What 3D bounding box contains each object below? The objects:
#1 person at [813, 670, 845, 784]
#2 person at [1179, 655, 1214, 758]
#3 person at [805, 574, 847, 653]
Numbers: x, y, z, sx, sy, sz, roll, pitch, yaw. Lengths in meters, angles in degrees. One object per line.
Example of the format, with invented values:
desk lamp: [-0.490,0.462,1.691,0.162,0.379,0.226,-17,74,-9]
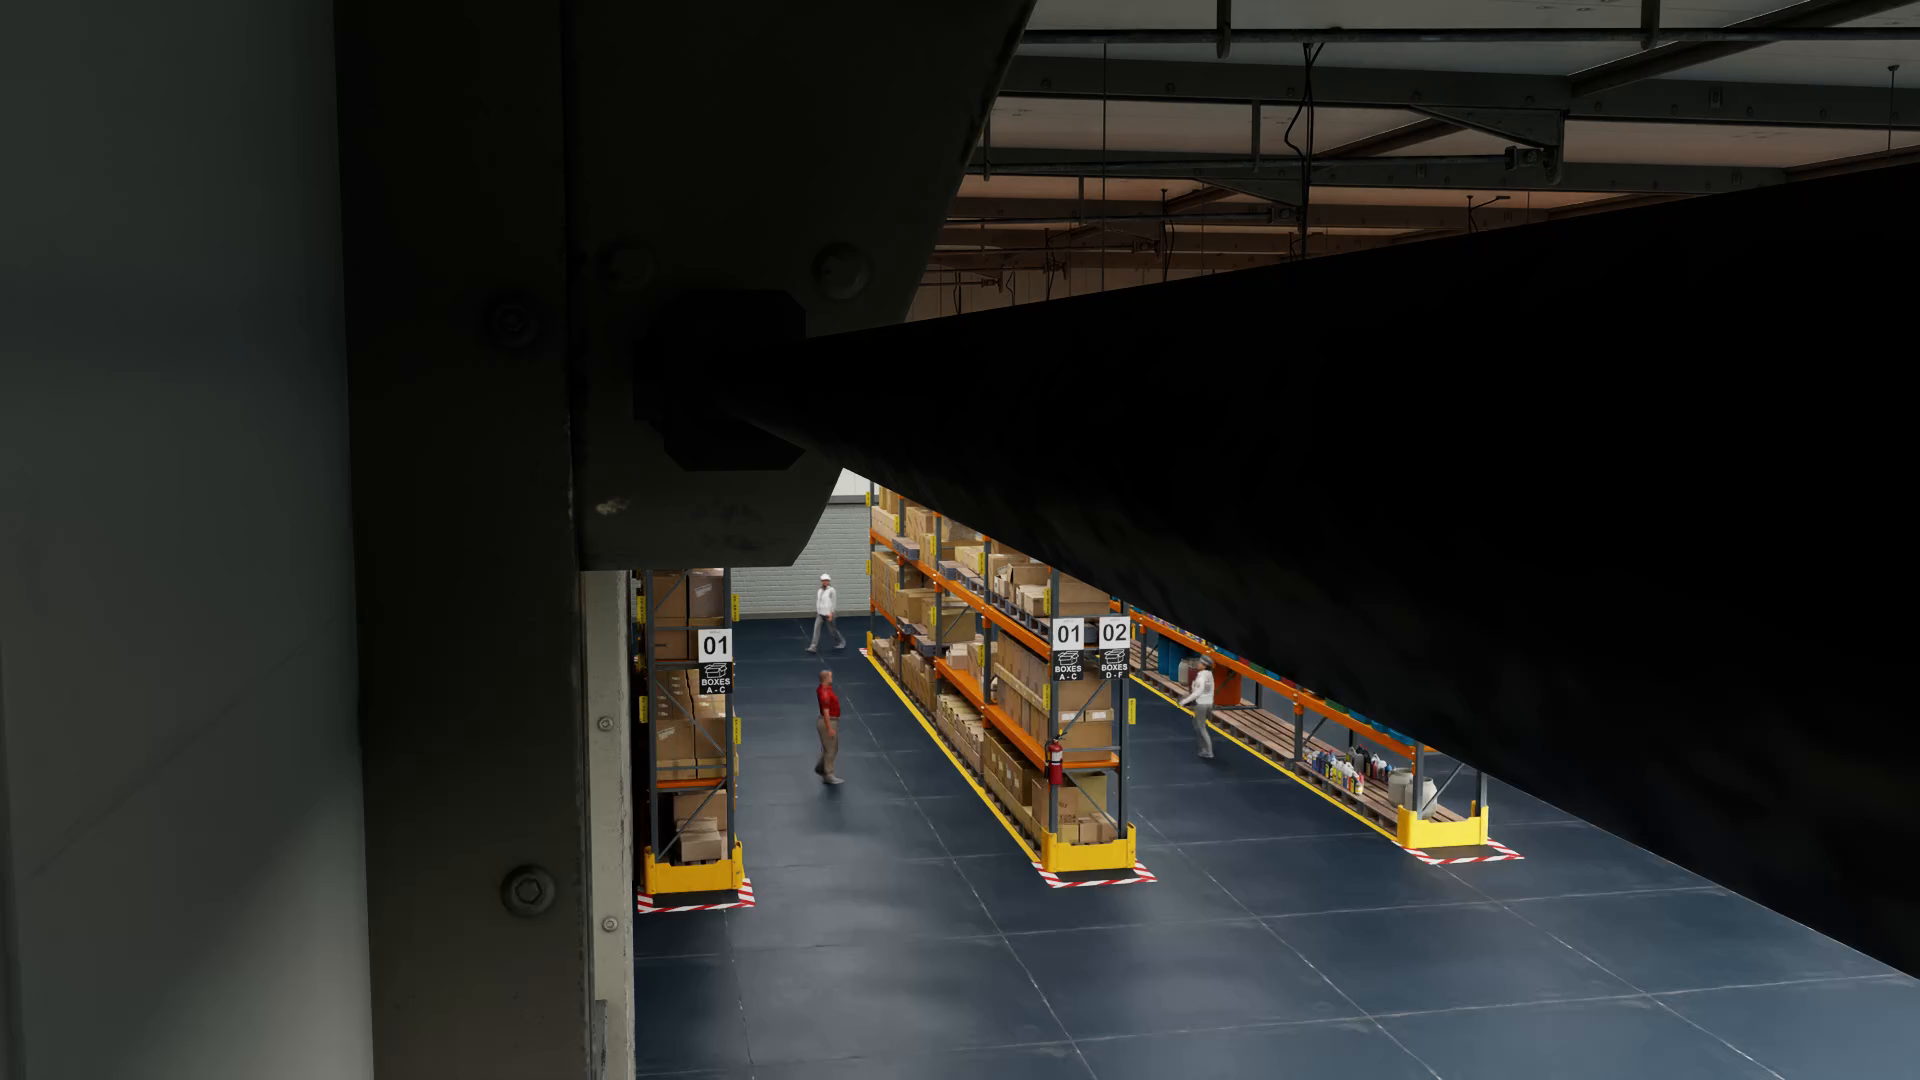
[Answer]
person: [-1.998,2.850,25.371,0.465,1.764,0.608,0,6,-3]
person: [3.934,2.717,27.039,0.538,1.734,0.577,6,8,44]
person: [-2.983,1.628,36.879,1.013,1.737,0.624,-5,8,-42]
